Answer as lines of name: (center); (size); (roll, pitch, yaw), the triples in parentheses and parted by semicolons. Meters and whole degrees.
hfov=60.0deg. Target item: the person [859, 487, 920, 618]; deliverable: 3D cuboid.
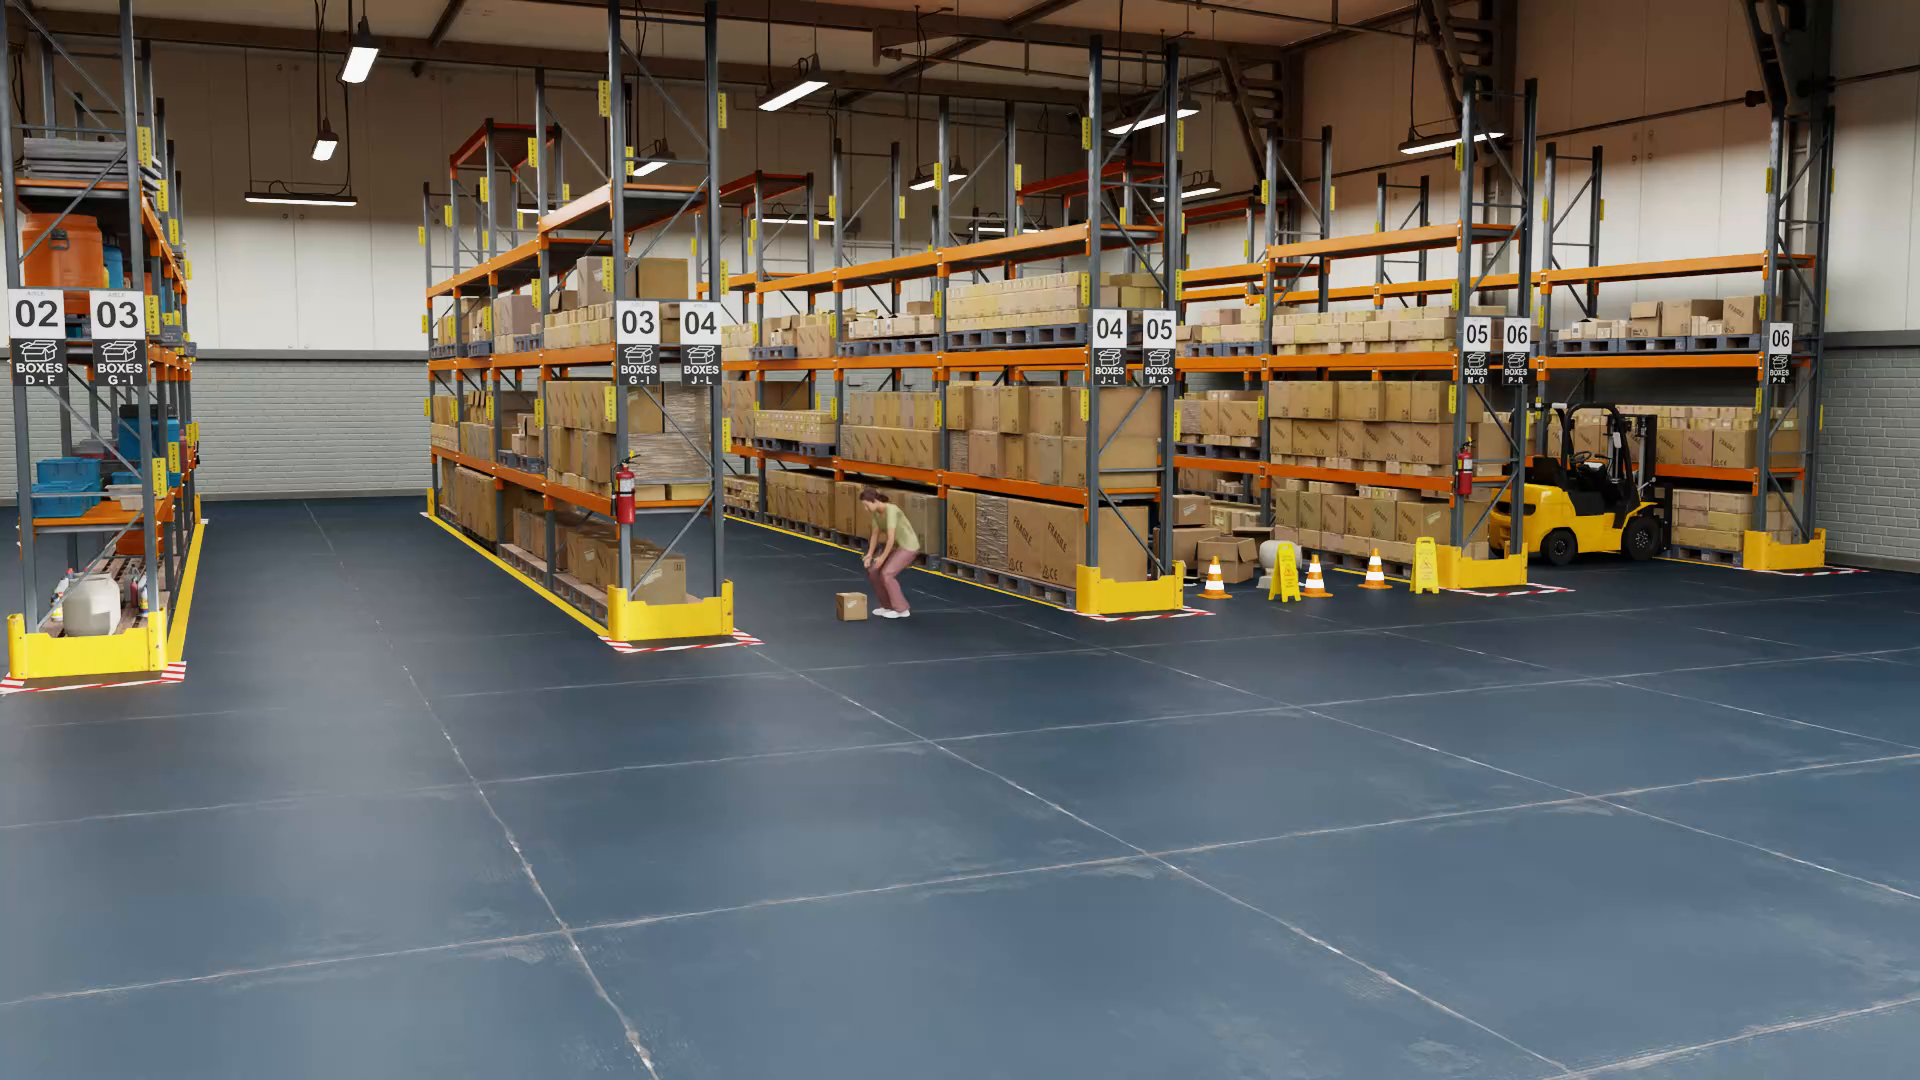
person: (-0.735, 0.126, 17.330); (0.651, 1.362, 0.510); (-2, 6, -24)
